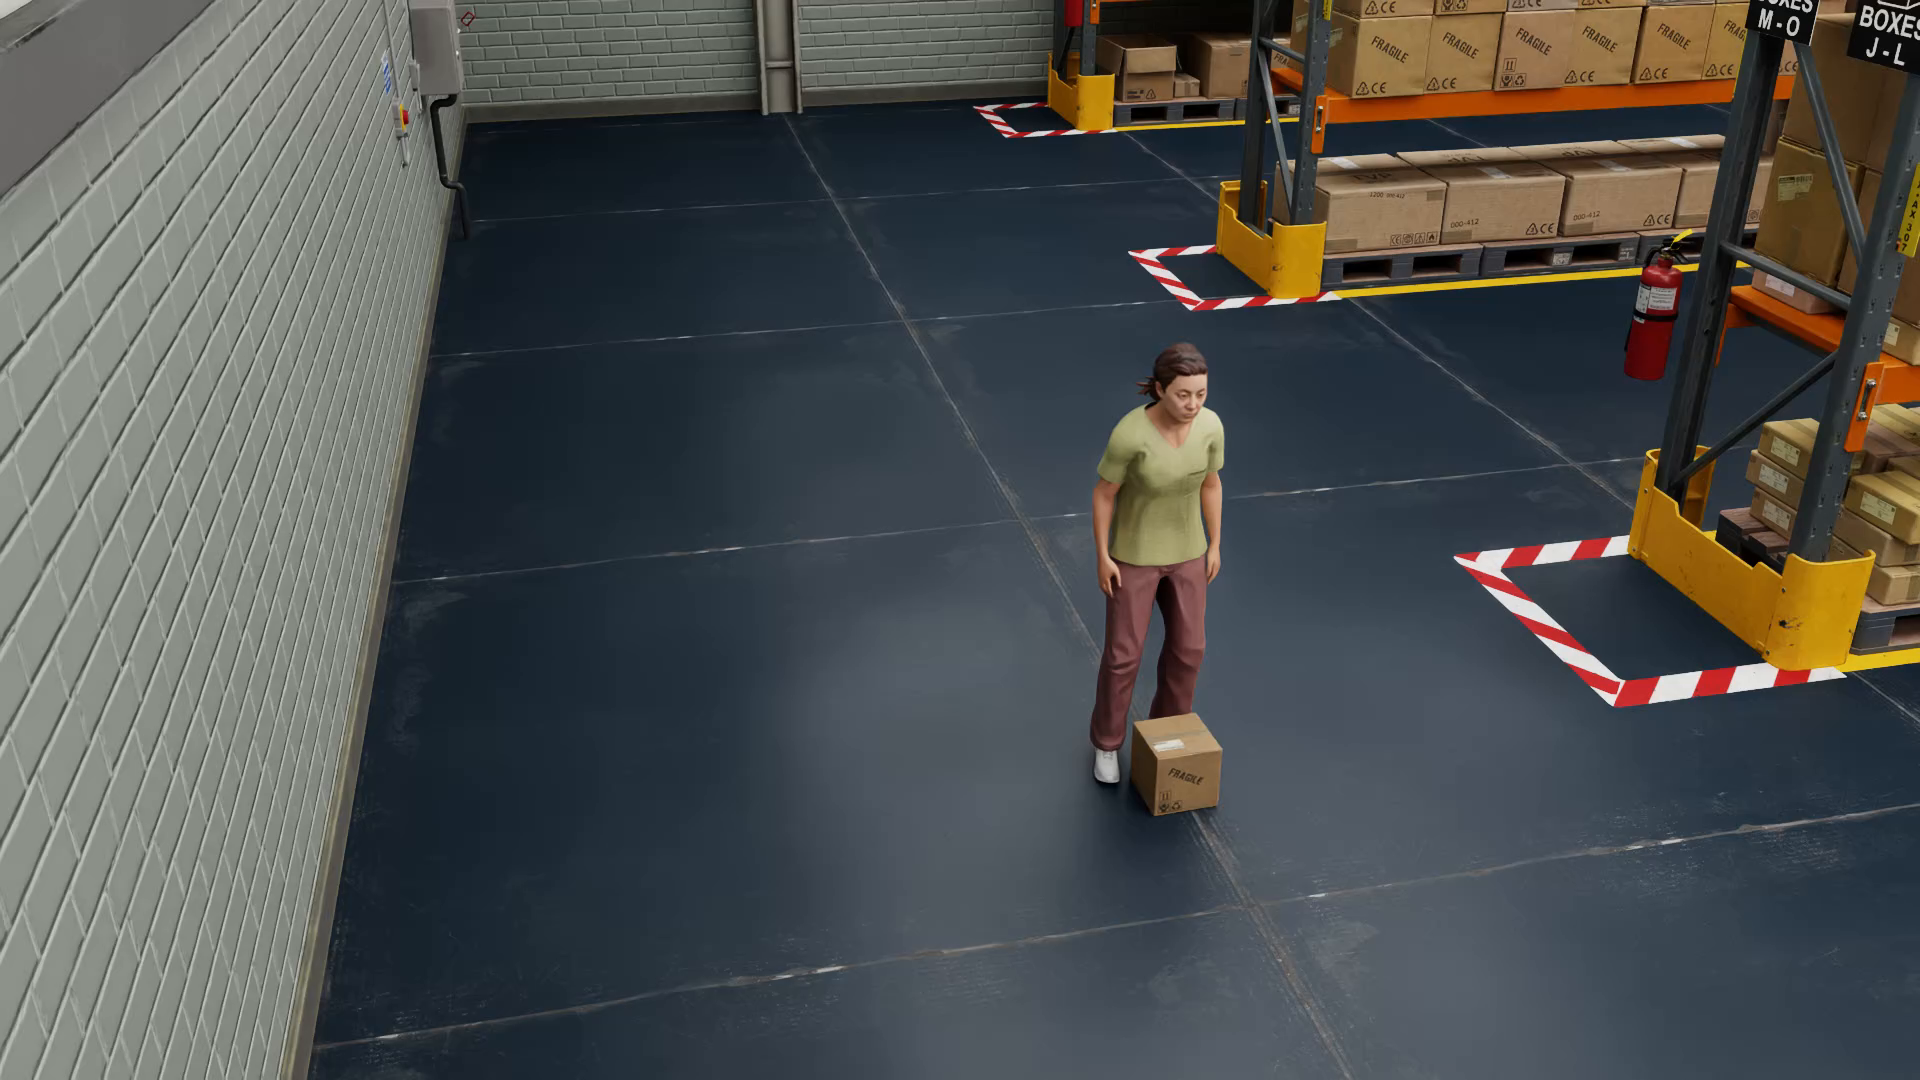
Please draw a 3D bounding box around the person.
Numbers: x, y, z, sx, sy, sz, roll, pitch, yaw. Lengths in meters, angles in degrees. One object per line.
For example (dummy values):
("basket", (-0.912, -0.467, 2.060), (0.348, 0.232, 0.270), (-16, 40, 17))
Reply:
("person", (0.718, 0.074, 5.971), (0.497, 1.672, 0.359), (-7, 28, -13))
